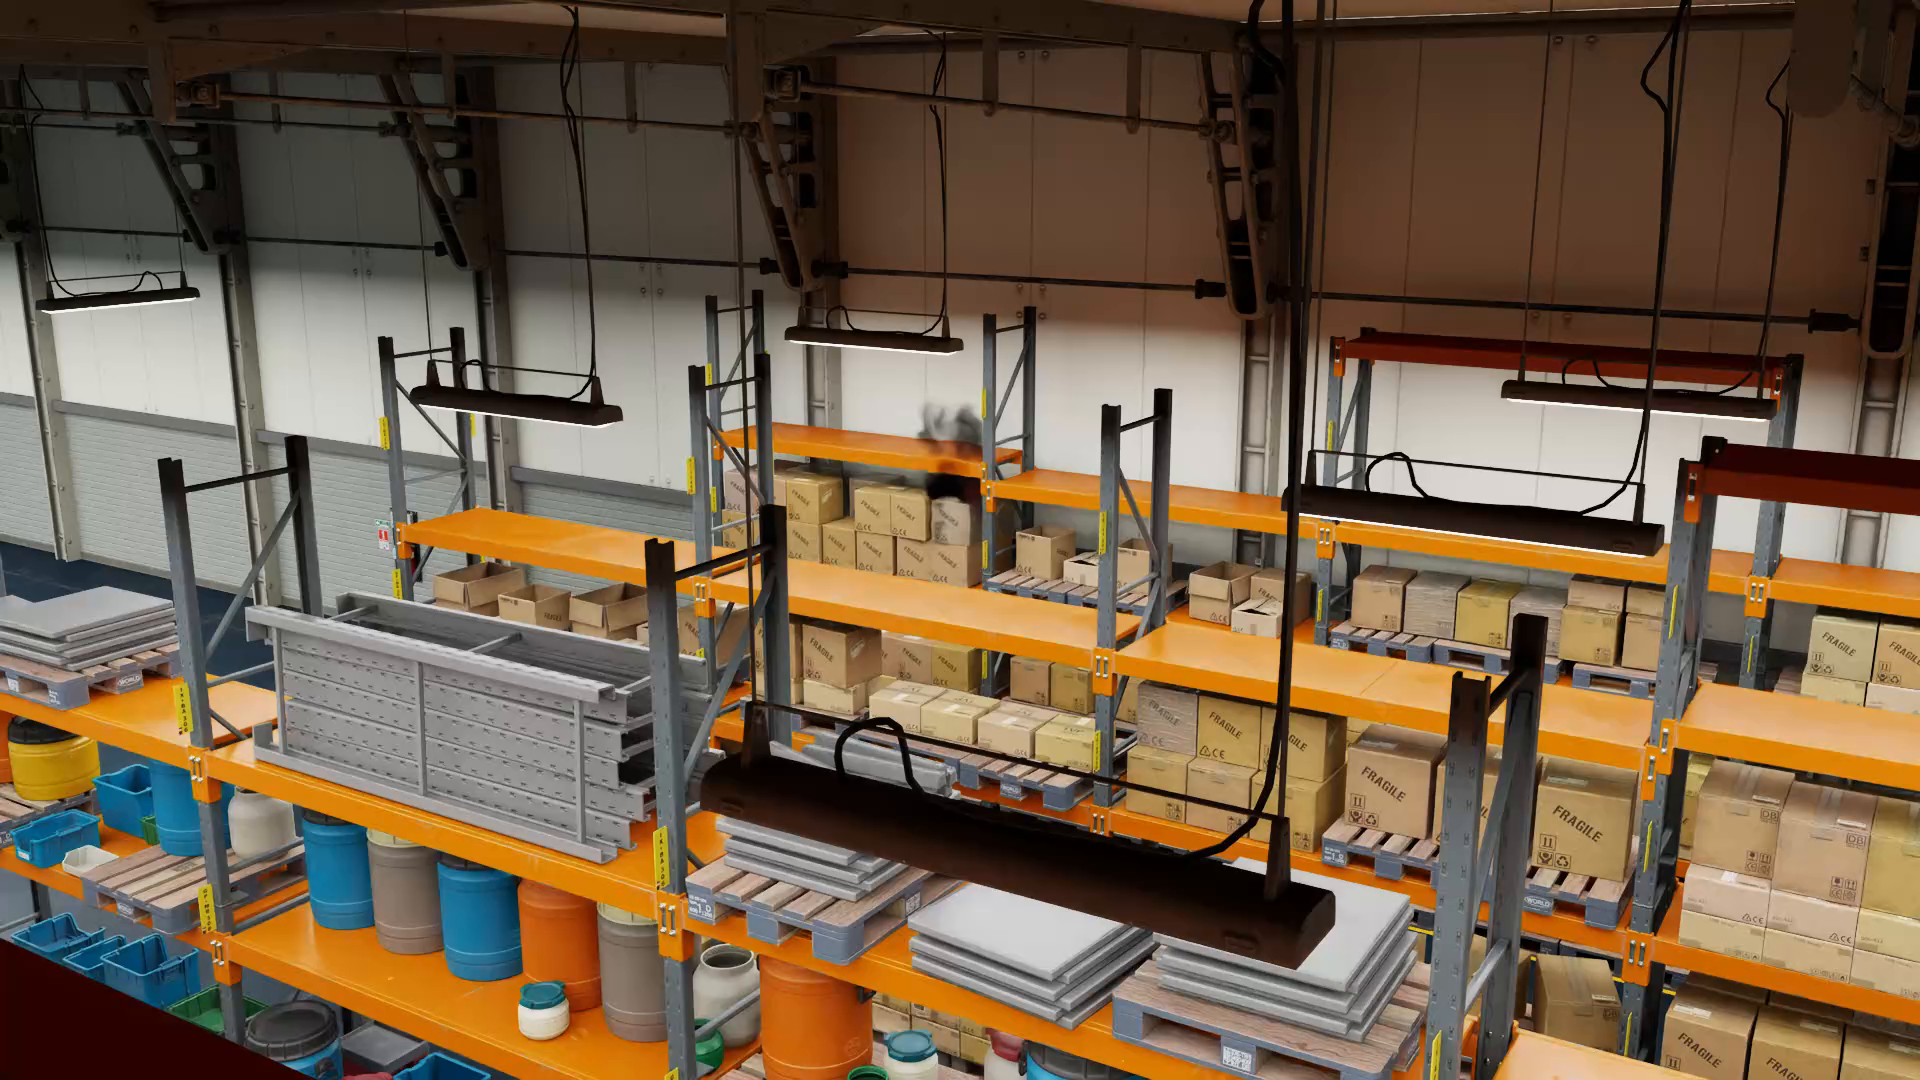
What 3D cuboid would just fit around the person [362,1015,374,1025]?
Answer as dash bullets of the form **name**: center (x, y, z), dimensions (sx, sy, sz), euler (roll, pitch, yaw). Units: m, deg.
- **person**: center (-4.945, 3.824, 14.195), dimensions (0.651, 1.756, 0.668), euler (8, 16, 30)
